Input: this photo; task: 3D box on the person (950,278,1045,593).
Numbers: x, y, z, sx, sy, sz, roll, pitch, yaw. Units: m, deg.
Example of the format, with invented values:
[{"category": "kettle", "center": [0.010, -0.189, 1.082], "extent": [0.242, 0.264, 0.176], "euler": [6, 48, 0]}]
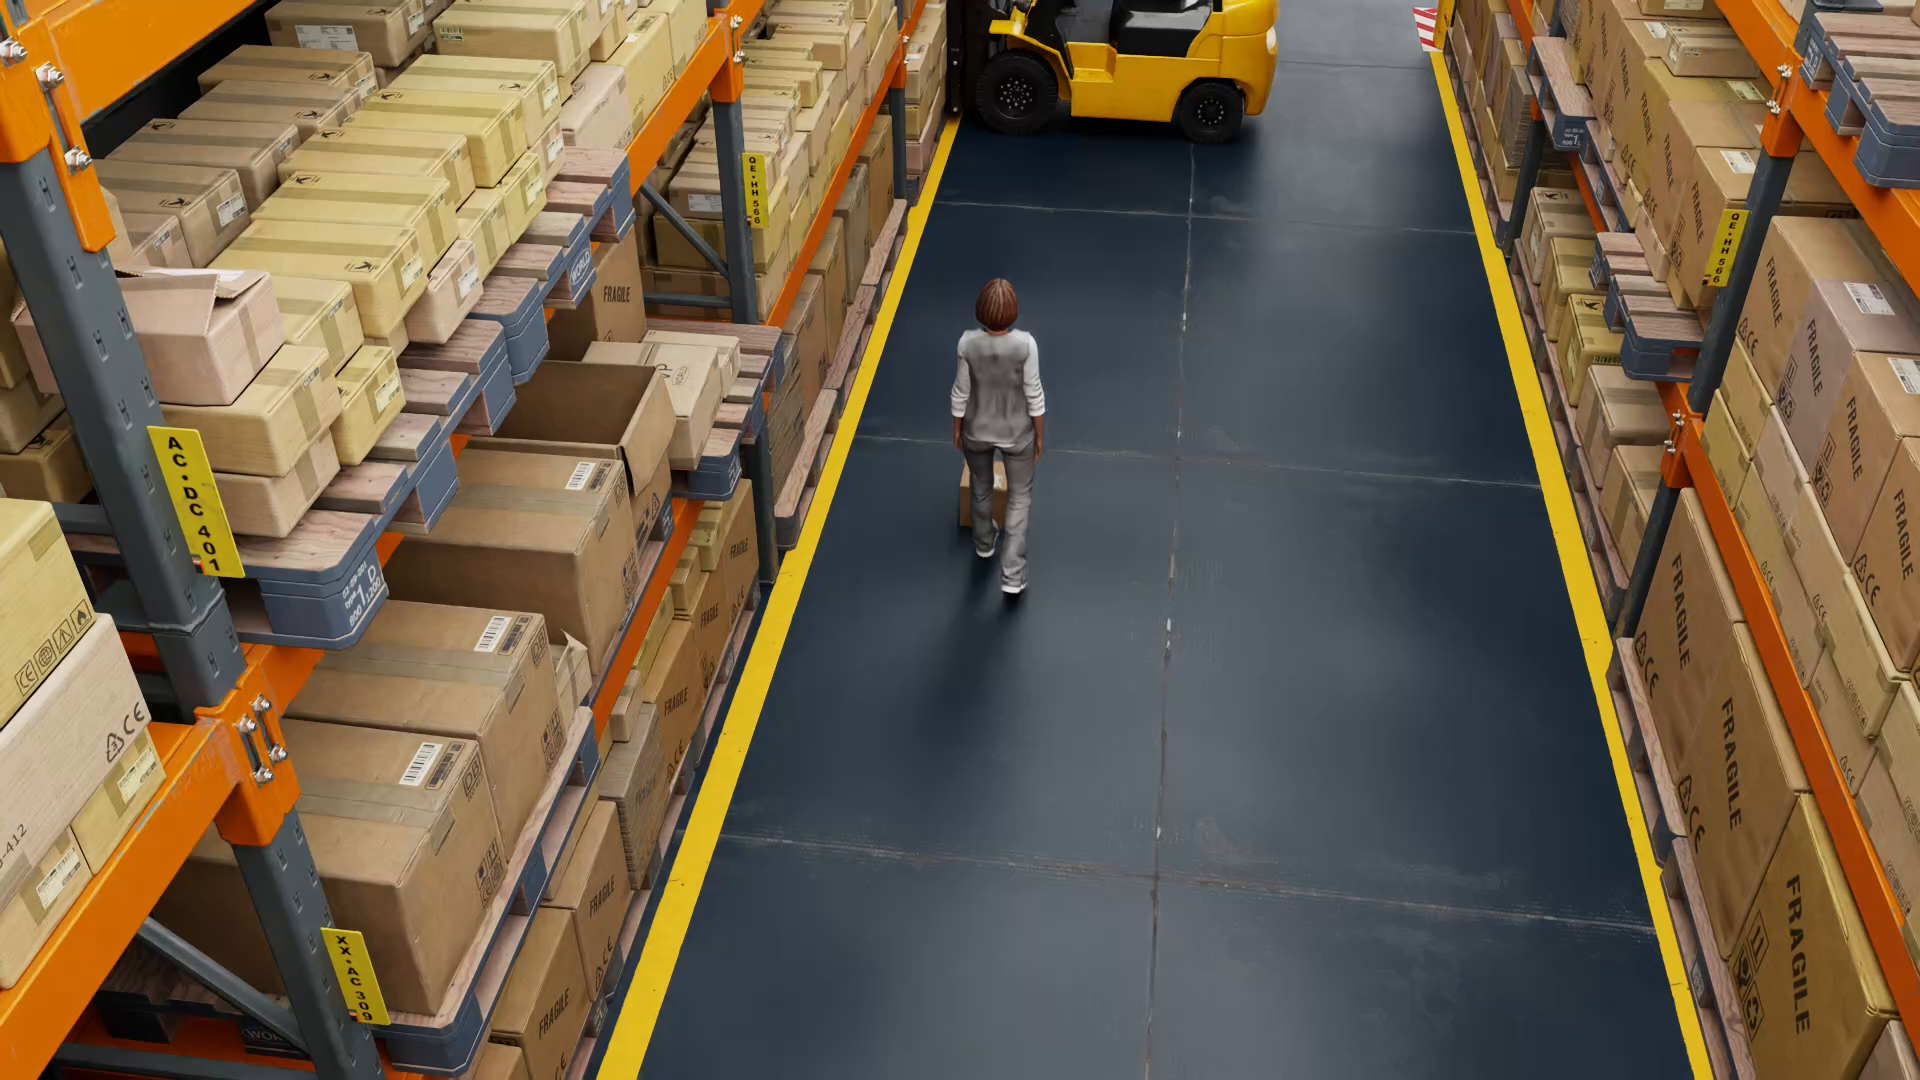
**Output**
[{"category": "person", "center": [0.179, -0.509, 7.714], "extent": [0.433, 1.592, 0.639], "euler": [5, 37, 6]}]
